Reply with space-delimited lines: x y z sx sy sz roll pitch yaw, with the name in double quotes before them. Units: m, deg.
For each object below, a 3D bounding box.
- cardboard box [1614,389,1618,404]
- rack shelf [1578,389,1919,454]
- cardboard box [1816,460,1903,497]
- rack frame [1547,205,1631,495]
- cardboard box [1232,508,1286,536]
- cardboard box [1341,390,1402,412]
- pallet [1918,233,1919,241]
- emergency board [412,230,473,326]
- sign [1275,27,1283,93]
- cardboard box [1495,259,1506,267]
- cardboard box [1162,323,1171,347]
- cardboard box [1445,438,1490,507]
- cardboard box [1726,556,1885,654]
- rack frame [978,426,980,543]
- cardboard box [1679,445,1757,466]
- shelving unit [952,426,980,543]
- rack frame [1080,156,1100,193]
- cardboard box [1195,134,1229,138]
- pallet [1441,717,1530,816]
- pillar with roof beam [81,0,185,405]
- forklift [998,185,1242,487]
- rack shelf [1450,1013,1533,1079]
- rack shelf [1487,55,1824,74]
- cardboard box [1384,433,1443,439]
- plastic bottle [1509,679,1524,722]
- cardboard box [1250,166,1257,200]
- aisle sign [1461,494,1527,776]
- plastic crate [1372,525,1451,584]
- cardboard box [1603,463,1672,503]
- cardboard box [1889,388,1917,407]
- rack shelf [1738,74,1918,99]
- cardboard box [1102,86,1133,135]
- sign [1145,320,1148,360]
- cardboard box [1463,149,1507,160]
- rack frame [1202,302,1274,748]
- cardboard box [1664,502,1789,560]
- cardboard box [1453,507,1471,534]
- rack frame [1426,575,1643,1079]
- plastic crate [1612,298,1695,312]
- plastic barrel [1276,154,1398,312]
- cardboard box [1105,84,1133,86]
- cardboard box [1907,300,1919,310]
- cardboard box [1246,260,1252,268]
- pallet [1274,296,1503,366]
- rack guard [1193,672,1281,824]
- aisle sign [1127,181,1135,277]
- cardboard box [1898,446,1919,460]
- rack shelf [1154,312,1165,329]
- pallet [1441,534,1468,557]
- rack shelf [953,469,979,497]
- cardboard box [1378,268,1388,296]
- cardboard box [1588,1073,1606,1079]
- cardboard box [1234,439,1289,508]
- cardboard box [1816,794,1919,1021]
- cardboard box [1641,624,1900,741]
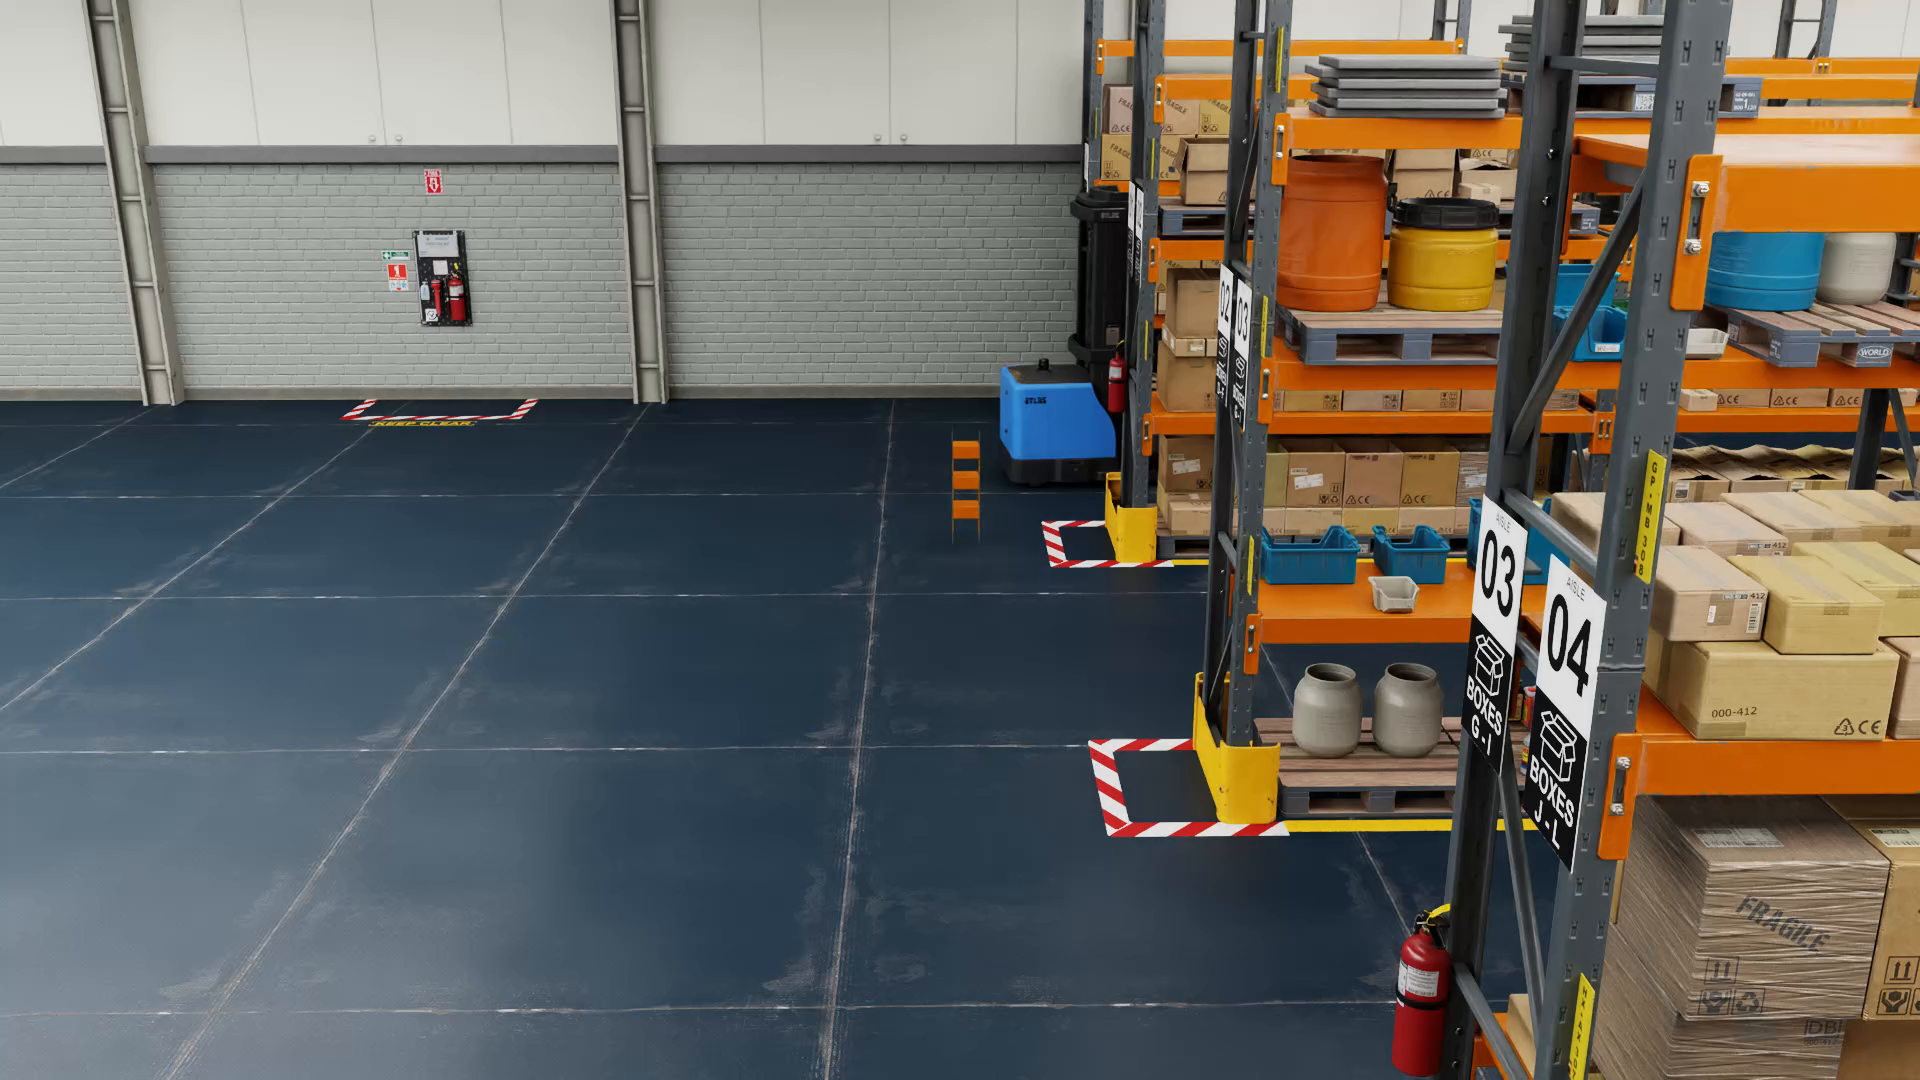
"cardboard box" 6.061 -1.369 14.851 0.500 0.250 0.500 1 18 3
"rack shelf" 7.569 -1.091 14.919 4.000 0.370 1.077 0 18 -1
"cardboard box" 8.025 -0.517 14.848 0.500 0.311 0.500 0 18 -1
"rack frame" 5.569 -1.424 14.779 0.127 3.000 1.000 0 18 -1
"cardboard box" 2.610 -0.234 14.882 0.500 0.250 0.500 0 18 -1
"cardboard box" 3.585 -1.459 14.724 0.500 0.500 0.700 0 18 1
"pallet" 7.774 -2.745 14.295 1.213 0.211 1.003 1 18 2
"emergency board" -6.296 -3.156 20.178 0.643 1.169 0.194 0 18 -1
"sign" 1.649 -2.481 8.595 0.005 0.325 0.100 0 18 -1
"cardboard box" 5.997 -3.186 19.388 0.500 0.500 0.700 0 18 -1
"cardboard box" 1.949 -1.821 14.792 0.250 0.149 0.380 -1 18 -2
"cardboard box" 4.609 -0.604 14.809 0.500 0.500 0.500 0 18 -1
"cardboard box" 2.262 0.172 4.487 0.250 0.149 0.380 0 18 0
"rack frame" 0.175 -0.501 15.092 0.008 1.050 0.200 0 18 -1
"cardboard box" 6.989 -0.678 15.347 0.500 0.311 0.500 0 18 -1
"shelving unit" 0.053 -0.500 15.090 0.252 1.050 0.215 0 18 -1
"rack frame" 1.488 -2.918 19.435 0.127 3.000 1.000 0 18 -1
"cardboard box" 2.883 -4.324 18.711 0.500 0.500 0.500 1 18 2
"pallet" 3.749 1.414 10.497 1.213 0.211 1.003 0 18 -1
"pillar with roof beam" -9.756 -4.669 15.074 0.400 9.000 9.100 0 18 -1
"forklift" 1.963 -2.114 17.041 3.031 2.935 1.130 -2 18 -7
"rack shelf" 3.722 1.954 5.427 4.000 0.370 1.077 0 18 -1
"rack shelf" 7.487 -5.270 18.780 4.000 0.370 1.077 0 18 -1
"cardboard box" 4.101 -0.761 15.296 0.500 0.500 0.500 0 18 -1
"plastic bottle" 3.590 1.043 10.815 0.133 0.283 0.061 0 18 0
"cardboard box" 2.717 -3.115 14.467 0.500 0.250 0.500 0 18 -1
"aisle sign" 1.656 0.291 5.175 0.004 0.787 0.394 0 18 -1
"plastic crate" 2.790 0.084 10.322 0.408 0.251 0.499 0 18 -1
"cardboard box" 5.987 -0.508 14.818 0.500 0.311 0.500 0 18 -1
"cardboard box" 8.295 -1.301 14.805 0.250 0.149 0.380 1 18 3
"rack shelf" 7.569 -3.757 14.064 4.000 0.370 1.077 0 18 -1
"cardboard box" 1.877 -4.807 18.581 0.500 0.500 0.500 -2 18 -5
"sign" 1.573 -1.685 14.046 0.005 0.325 0.100 0 18 -1
"cardboard box" 6.035 -4.591 18.890 0.500 0.500 0.500 2 18 7
"rack frame" 1.644 0.108 10.003 0.127 3.000 1.000 0 18 -1
"cardboard box" 2.257 0.012 4.985 0.250 0.149 0.380 -1 18 -3
"cardboard box" 4.609 -0.247 14.922 0.500 0.250 0.500 0 18 -1
"rack frame" 1.723 1.621 5.287 0.127 3.000 1.000 0 18 -1
"plastic crate" 4.062 -1.314 9.873 0.450 0.188 0.336 0 18 -1
"plastic barrel" 2.128 -1.766 9.543 0.708 0.830 0.600 0 18 -1
"cardboard box" 1.915 -4.961 19.061 0.500 0.500 0.500 1 18 2
"cardboard box" 11.106 -2.792 19.421 0.250 0.149 0.380 0 18 0
"cardboard box" 3.497 -3.130 19.080 0.500 0.500 0.500 0 18 1
"pallet" 2.473 -1.205 9.493 1.213 0.211 1.003 0 18 -1
"rack guard" 1.720 1.283 10.431 0.348 0.500 1.175 0 18 -1
"aisle sign" 1.500 -2.732 14.600 0.004 0.787 0.394 0 18 -1
"cardboard box" 9.041 -0.688 15.381 0.500 0.311 0.500 0 18 1
"rack shelf" 3.488 -2.585 19.575 4.000 0.370 1.077 0 18 -1
"pallet" 4.774 -0.105 15.233 1.213 0.211 1.003 0 18 -1
"rack shelf" 0.053 -0.490 15.094 0.240 0.259 0.215 0 18 -1
"cardboard box" 3.620 -2.078 14.530 0.500 0.500 0.700 0 18 -1
"cardboard box" 2.011 1.812 5.103 0.250 0.149 0.380 0 18 -1
"cardboard box" 2.610 -0.590 14.766 0.500 0.500 0.500 0 18 -1
"cardboard box" 2.777 1.036 4.823 0.500 0.500 0.500 0 18 -1
"cardboard box" 2.208 0.340 4.613 0.500 0.250 0.500 0 18 1
